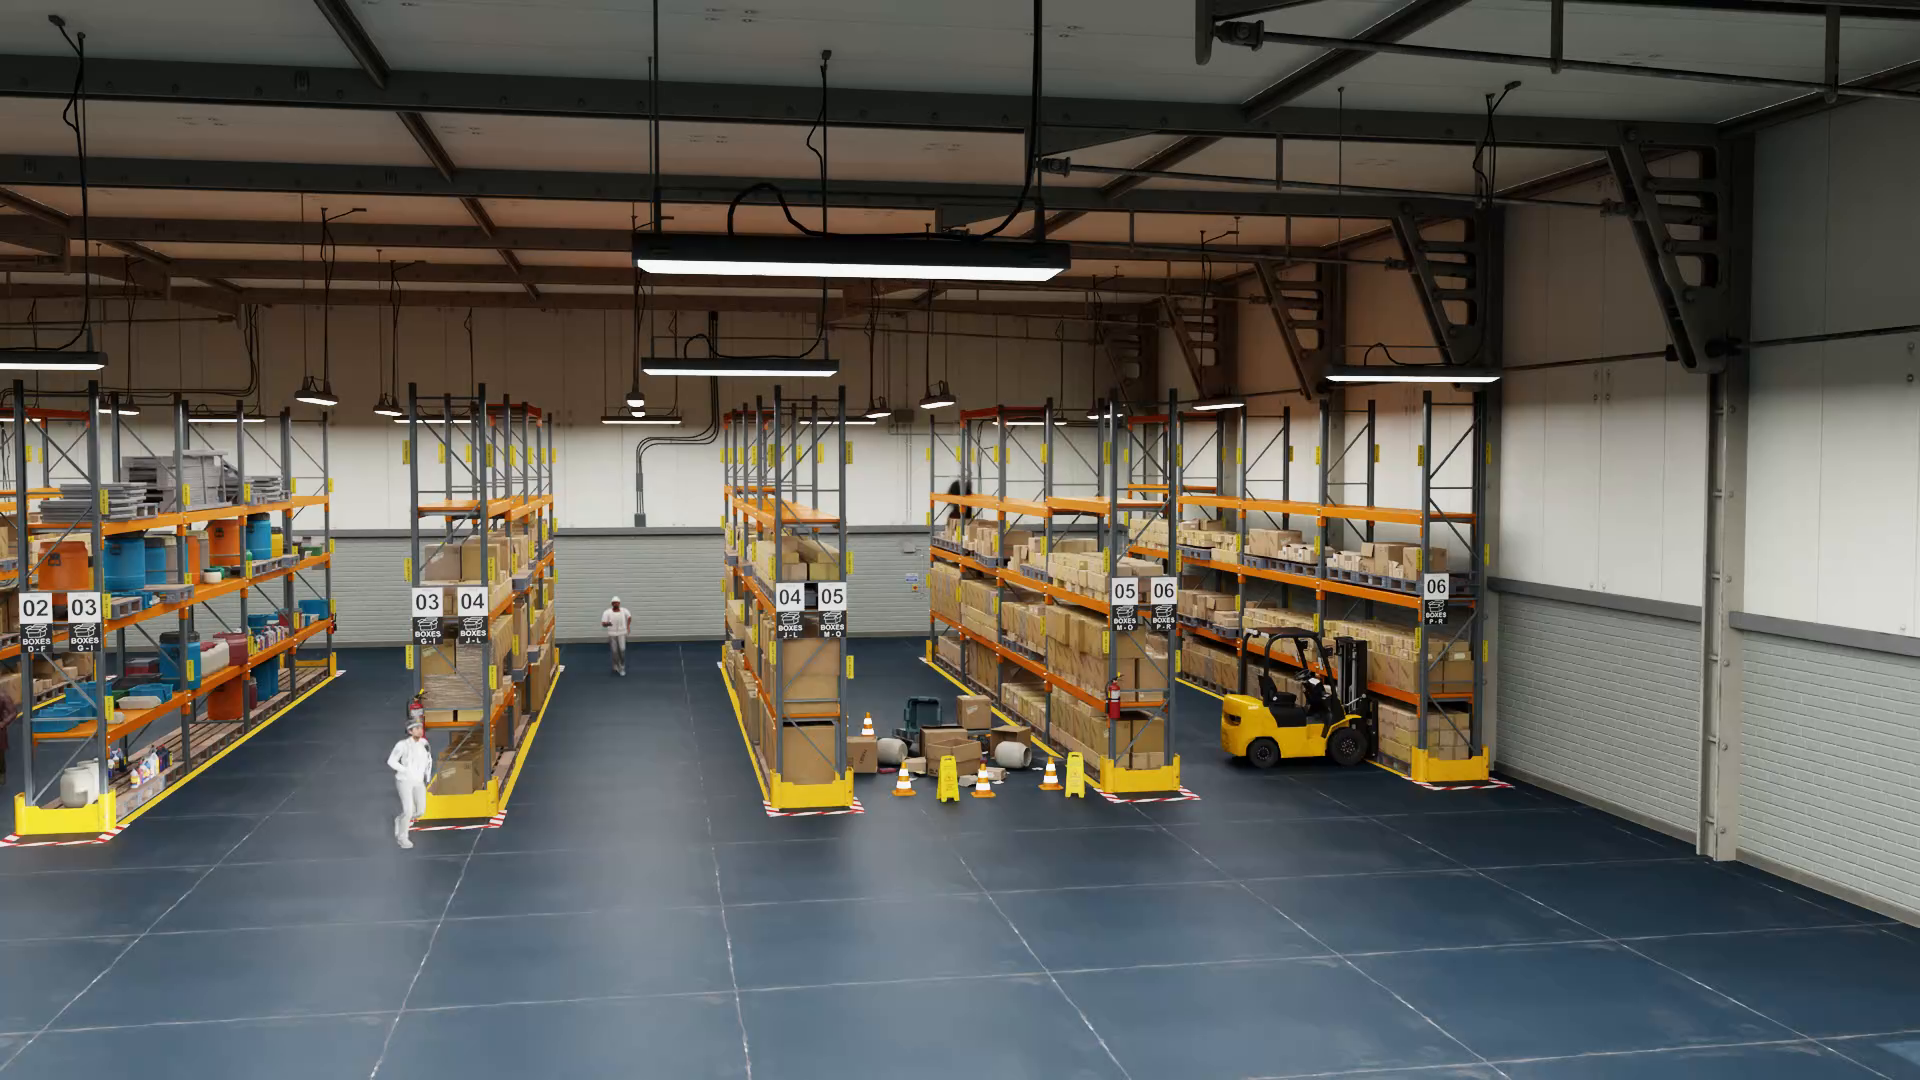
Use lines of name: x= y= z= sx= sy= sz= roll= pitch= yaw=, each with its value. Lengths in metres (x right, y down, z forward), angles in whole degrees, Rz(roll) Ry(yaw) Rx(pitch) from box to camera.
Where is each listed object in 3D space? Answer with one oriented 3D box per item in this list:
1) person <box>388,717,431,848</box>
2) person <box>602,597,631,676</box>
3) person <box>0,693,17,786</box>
person: x=-7.059 y=3.105 z=21.440 sx=0.596 sy=1.649 sz=0.644 roll=3 pitch=4 yaw=41
person: x=-7.851 y=2.202 z=38.043 sx=0.672 sy=1.825 sz=0.762 roll=-1 pitch=3 yaw=-13
person: x=-14.332 y=2.885 z=24.573 sx=0.704 sy=1.735 sz=0.710 roll=-1 pitch=3 yaw=-23
